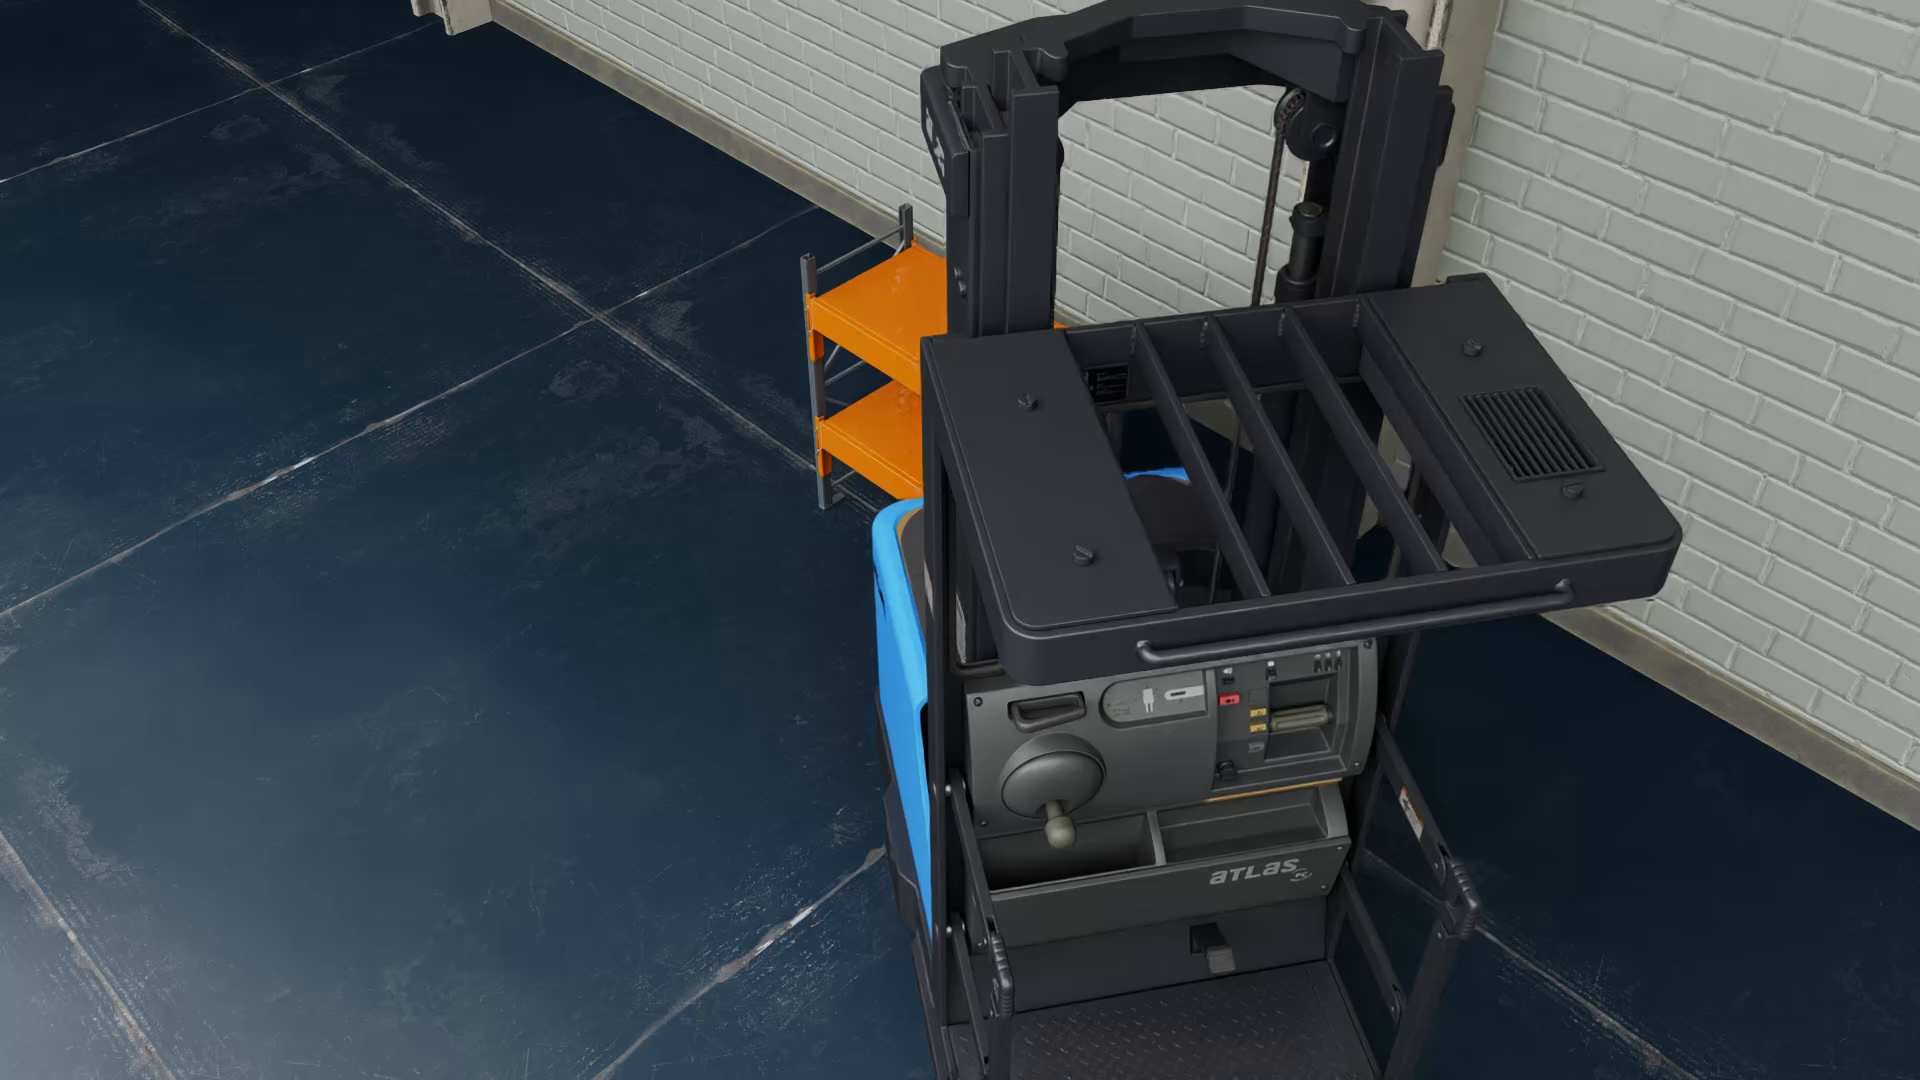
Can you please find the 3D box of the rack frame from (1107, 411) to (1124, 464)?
[{"bbox_3d":[0.364,-0.166,5.600,0.500,1.125,0.032,-34,53,-31],"label":"rack frame"}]

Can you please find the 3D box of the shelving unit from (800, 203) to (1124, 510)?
[{"bbox_3d":[0.005,-0.410,5.865,0.538,1.125,1.048,-34,53,-31],"label":"shelving unit"}]

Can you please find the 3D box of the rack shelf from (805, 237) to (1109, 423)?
[{"bbox_3d":[0.005,-0.625,5.666,0.538,0.278,1.000,-34,53,-31],"label":"rack shelf"}]

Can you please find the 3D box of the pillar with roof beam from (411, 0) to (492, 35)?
[{"bbox_3d":[-5.926,-4.231,4.198,9.100,9.000,0.400,-34,53,-31],"label":"pillar with roof beam"}]

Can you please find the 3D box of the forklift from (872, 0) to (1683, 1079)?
[{"bbox_3d":[0.518,0.524,3.524,1.130,2.935,3.031,-8,43,-8],"label":"forklift"}]

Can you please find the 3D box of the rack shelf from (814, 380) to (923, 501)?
[{"bbox_3d":[0.005,-0.230,6.031,0.538,0.278,1.000,-34,53,-31],"label":"rack shelf"}]

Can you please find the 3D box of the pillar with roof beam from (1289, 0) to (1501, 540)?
[{"bbox_3d":[-1.689,-1.348,1.078,9.100,9.000,0.400,-34,53,-31],"label":"pillar with roof beam"}]

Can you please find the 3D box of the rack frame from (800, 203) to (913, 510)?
[{"bbox_3d":[-0.354,-0.654,6.129,0.500,1.125,0.032,-34,53,-31],"label":"rack frame"}]
